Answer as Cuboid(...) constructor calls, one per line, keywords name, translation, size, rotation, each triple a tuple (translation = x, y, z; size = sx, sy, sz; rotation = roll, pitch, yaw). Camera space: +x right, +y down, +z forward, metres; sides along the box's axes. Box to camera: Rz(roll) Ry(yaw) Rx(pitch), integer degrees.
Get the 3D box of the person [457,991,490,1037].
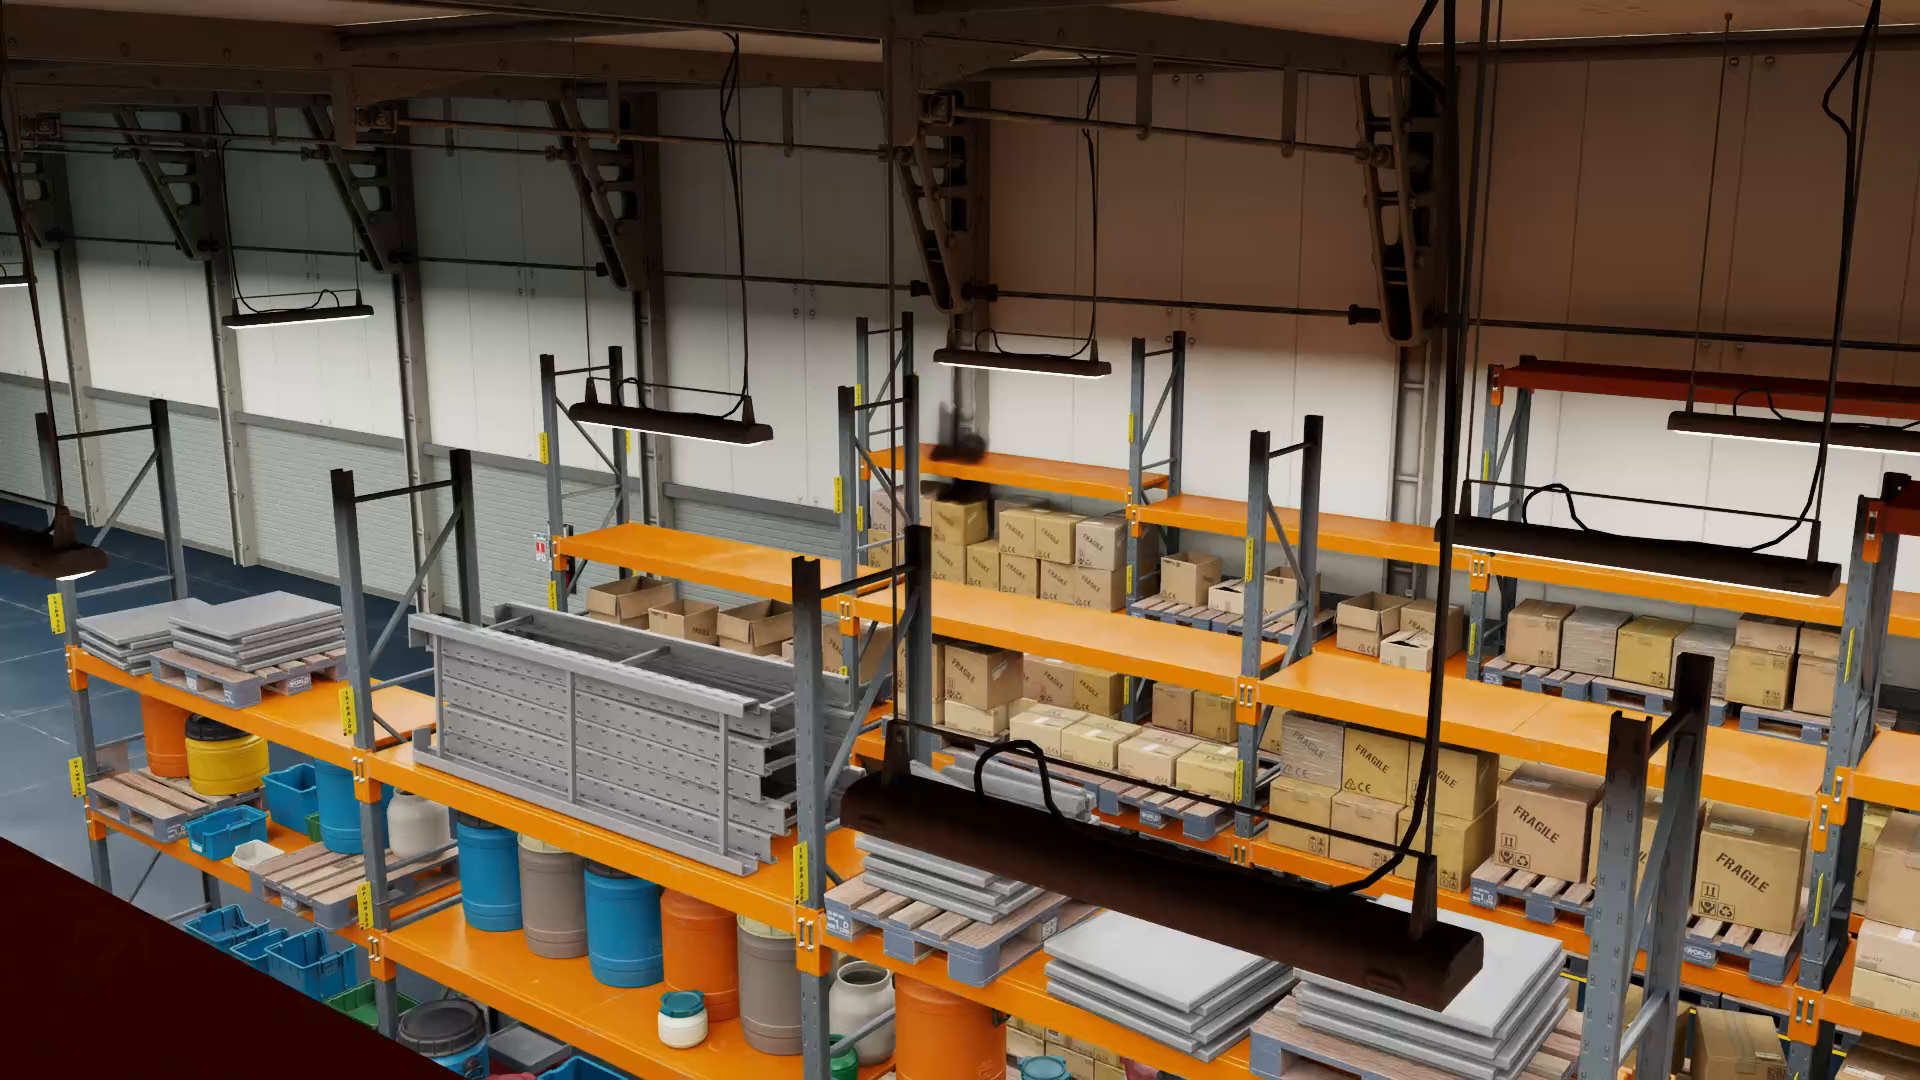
Cuboid(name="person", translation=(-4.336, 3.842, 15.081), size=(0.474, 1.602, 0.659), rotation=(7, 15, 27))
